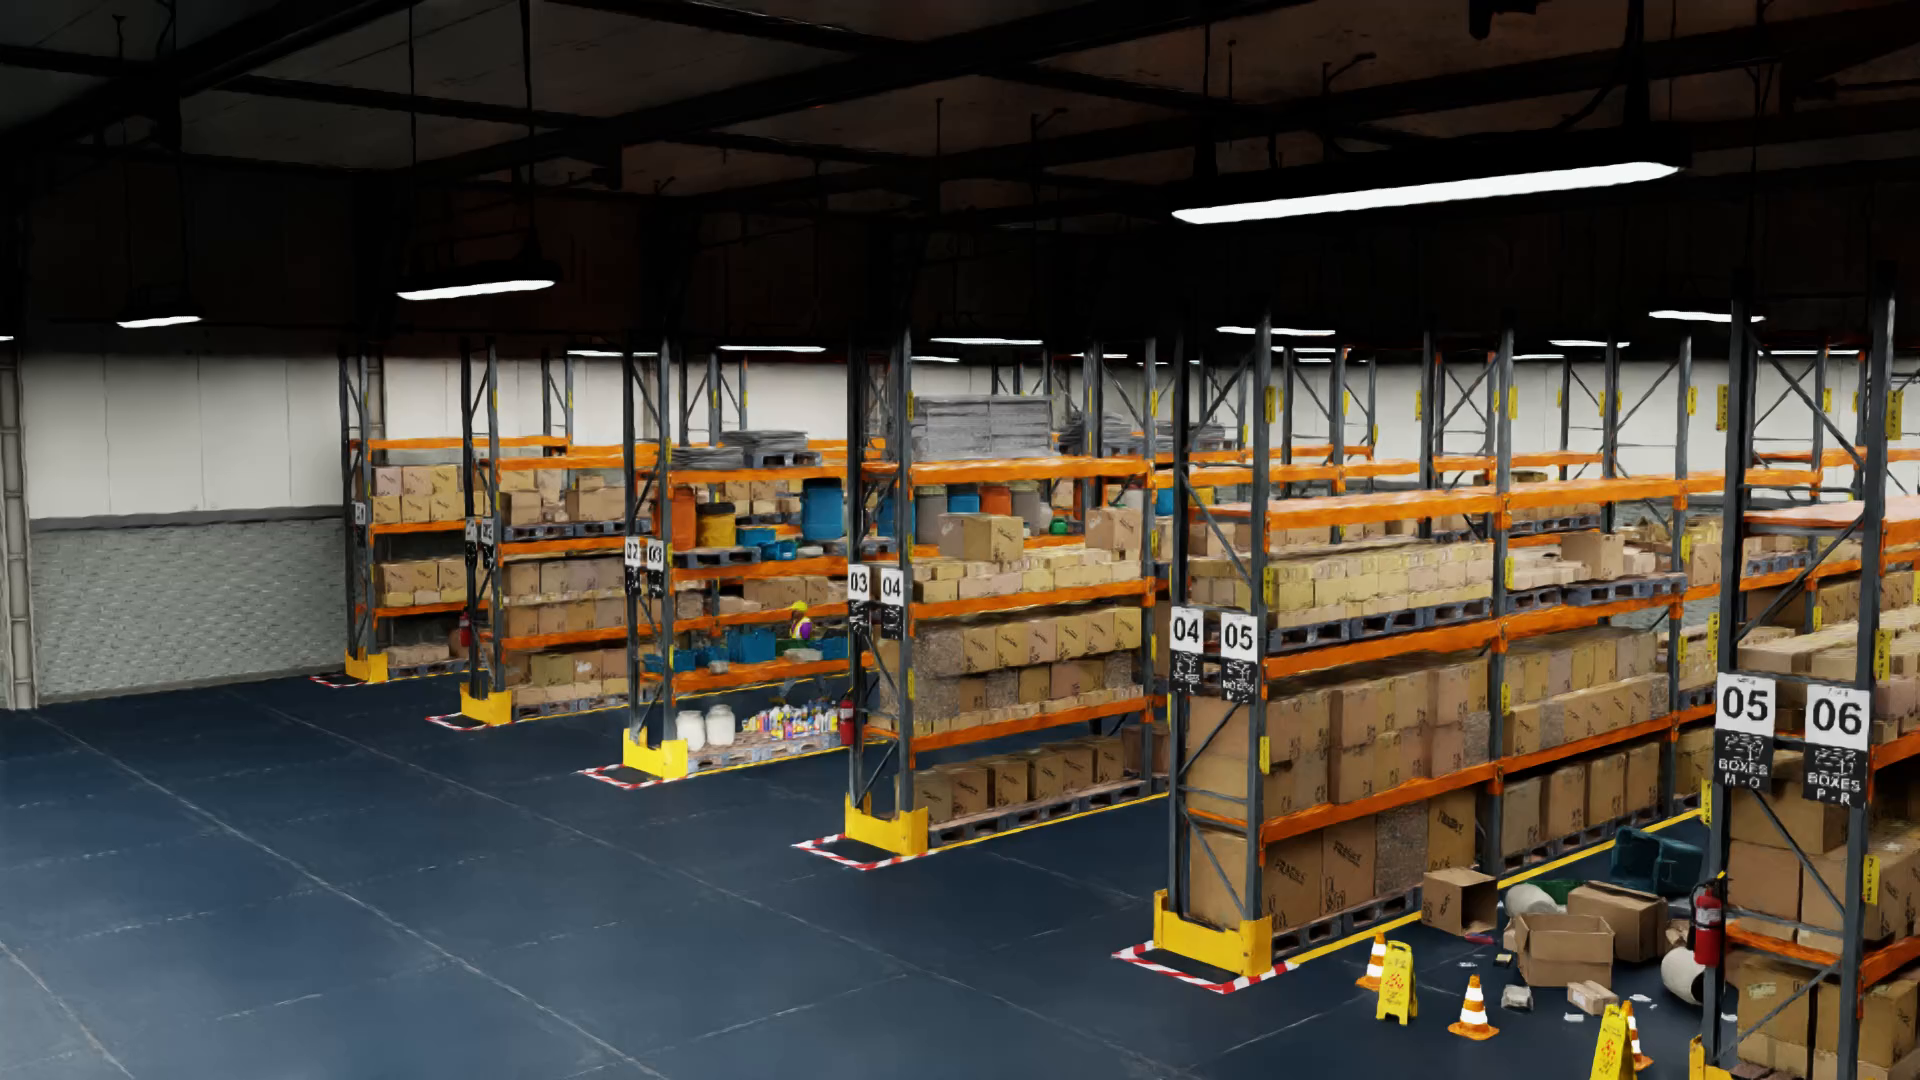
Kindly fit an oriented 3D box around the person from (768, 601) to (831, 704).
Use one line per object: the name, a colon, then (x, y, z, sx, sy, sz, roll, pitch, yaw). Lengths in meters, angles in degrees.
person: (-2.620, 1.853, 27.384, 1.042, 1.708, 0.569, -3, 6, -33)
